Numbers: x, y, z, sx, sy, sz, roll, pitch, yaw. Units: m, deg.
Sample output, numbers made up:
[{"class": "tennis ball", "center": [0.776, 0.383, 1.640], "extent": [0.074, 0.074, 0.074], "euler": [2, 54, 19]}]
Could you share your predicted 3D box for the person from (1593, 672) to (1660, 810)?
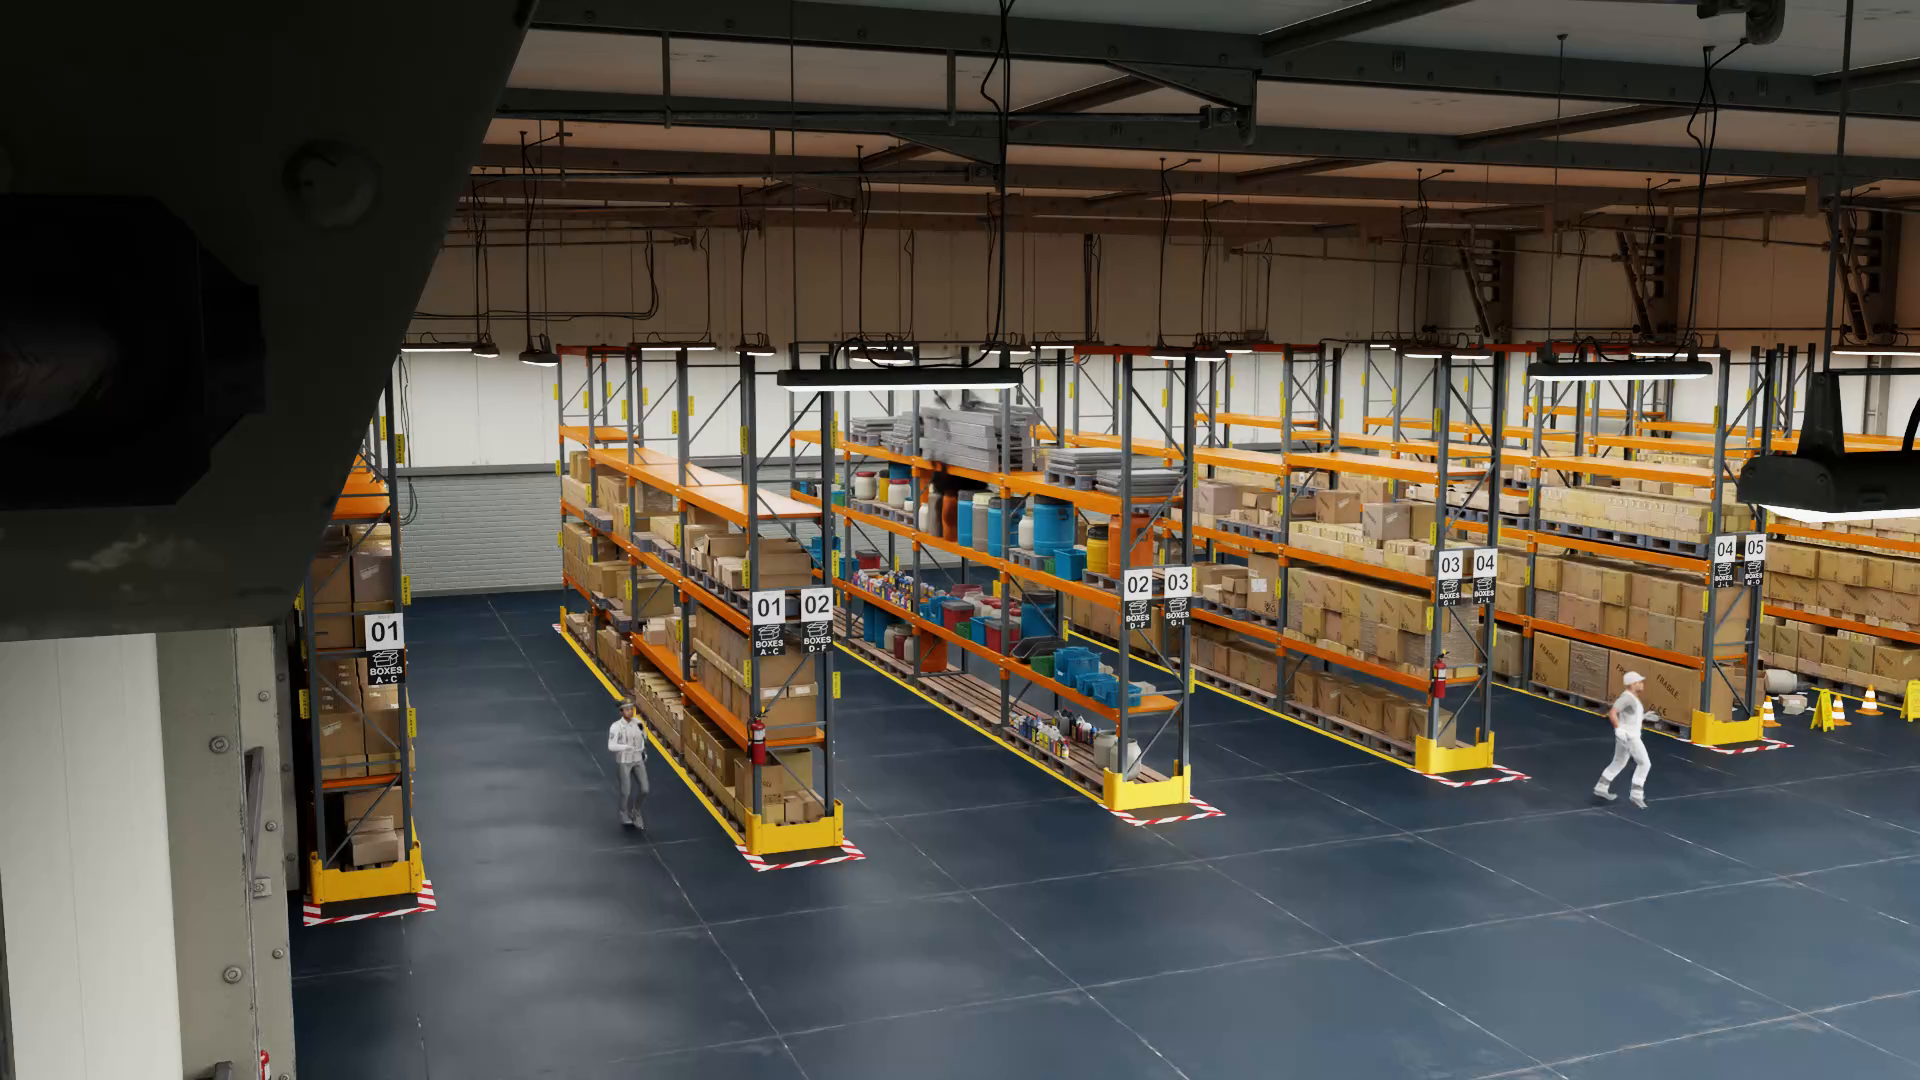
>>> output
[{"class": "person", "center": [8.880, 2.655, 22.116], "extent": [0.787, 1.844, 0.636], "euler": [2, 7, 15]}]

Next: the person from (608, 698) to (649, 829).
[{"class": "person", "center": [-4.152, 2.838, 21.048], "extent": [0.594, 1.707, 0.638], "euler": [-5, 9, -33]}]
